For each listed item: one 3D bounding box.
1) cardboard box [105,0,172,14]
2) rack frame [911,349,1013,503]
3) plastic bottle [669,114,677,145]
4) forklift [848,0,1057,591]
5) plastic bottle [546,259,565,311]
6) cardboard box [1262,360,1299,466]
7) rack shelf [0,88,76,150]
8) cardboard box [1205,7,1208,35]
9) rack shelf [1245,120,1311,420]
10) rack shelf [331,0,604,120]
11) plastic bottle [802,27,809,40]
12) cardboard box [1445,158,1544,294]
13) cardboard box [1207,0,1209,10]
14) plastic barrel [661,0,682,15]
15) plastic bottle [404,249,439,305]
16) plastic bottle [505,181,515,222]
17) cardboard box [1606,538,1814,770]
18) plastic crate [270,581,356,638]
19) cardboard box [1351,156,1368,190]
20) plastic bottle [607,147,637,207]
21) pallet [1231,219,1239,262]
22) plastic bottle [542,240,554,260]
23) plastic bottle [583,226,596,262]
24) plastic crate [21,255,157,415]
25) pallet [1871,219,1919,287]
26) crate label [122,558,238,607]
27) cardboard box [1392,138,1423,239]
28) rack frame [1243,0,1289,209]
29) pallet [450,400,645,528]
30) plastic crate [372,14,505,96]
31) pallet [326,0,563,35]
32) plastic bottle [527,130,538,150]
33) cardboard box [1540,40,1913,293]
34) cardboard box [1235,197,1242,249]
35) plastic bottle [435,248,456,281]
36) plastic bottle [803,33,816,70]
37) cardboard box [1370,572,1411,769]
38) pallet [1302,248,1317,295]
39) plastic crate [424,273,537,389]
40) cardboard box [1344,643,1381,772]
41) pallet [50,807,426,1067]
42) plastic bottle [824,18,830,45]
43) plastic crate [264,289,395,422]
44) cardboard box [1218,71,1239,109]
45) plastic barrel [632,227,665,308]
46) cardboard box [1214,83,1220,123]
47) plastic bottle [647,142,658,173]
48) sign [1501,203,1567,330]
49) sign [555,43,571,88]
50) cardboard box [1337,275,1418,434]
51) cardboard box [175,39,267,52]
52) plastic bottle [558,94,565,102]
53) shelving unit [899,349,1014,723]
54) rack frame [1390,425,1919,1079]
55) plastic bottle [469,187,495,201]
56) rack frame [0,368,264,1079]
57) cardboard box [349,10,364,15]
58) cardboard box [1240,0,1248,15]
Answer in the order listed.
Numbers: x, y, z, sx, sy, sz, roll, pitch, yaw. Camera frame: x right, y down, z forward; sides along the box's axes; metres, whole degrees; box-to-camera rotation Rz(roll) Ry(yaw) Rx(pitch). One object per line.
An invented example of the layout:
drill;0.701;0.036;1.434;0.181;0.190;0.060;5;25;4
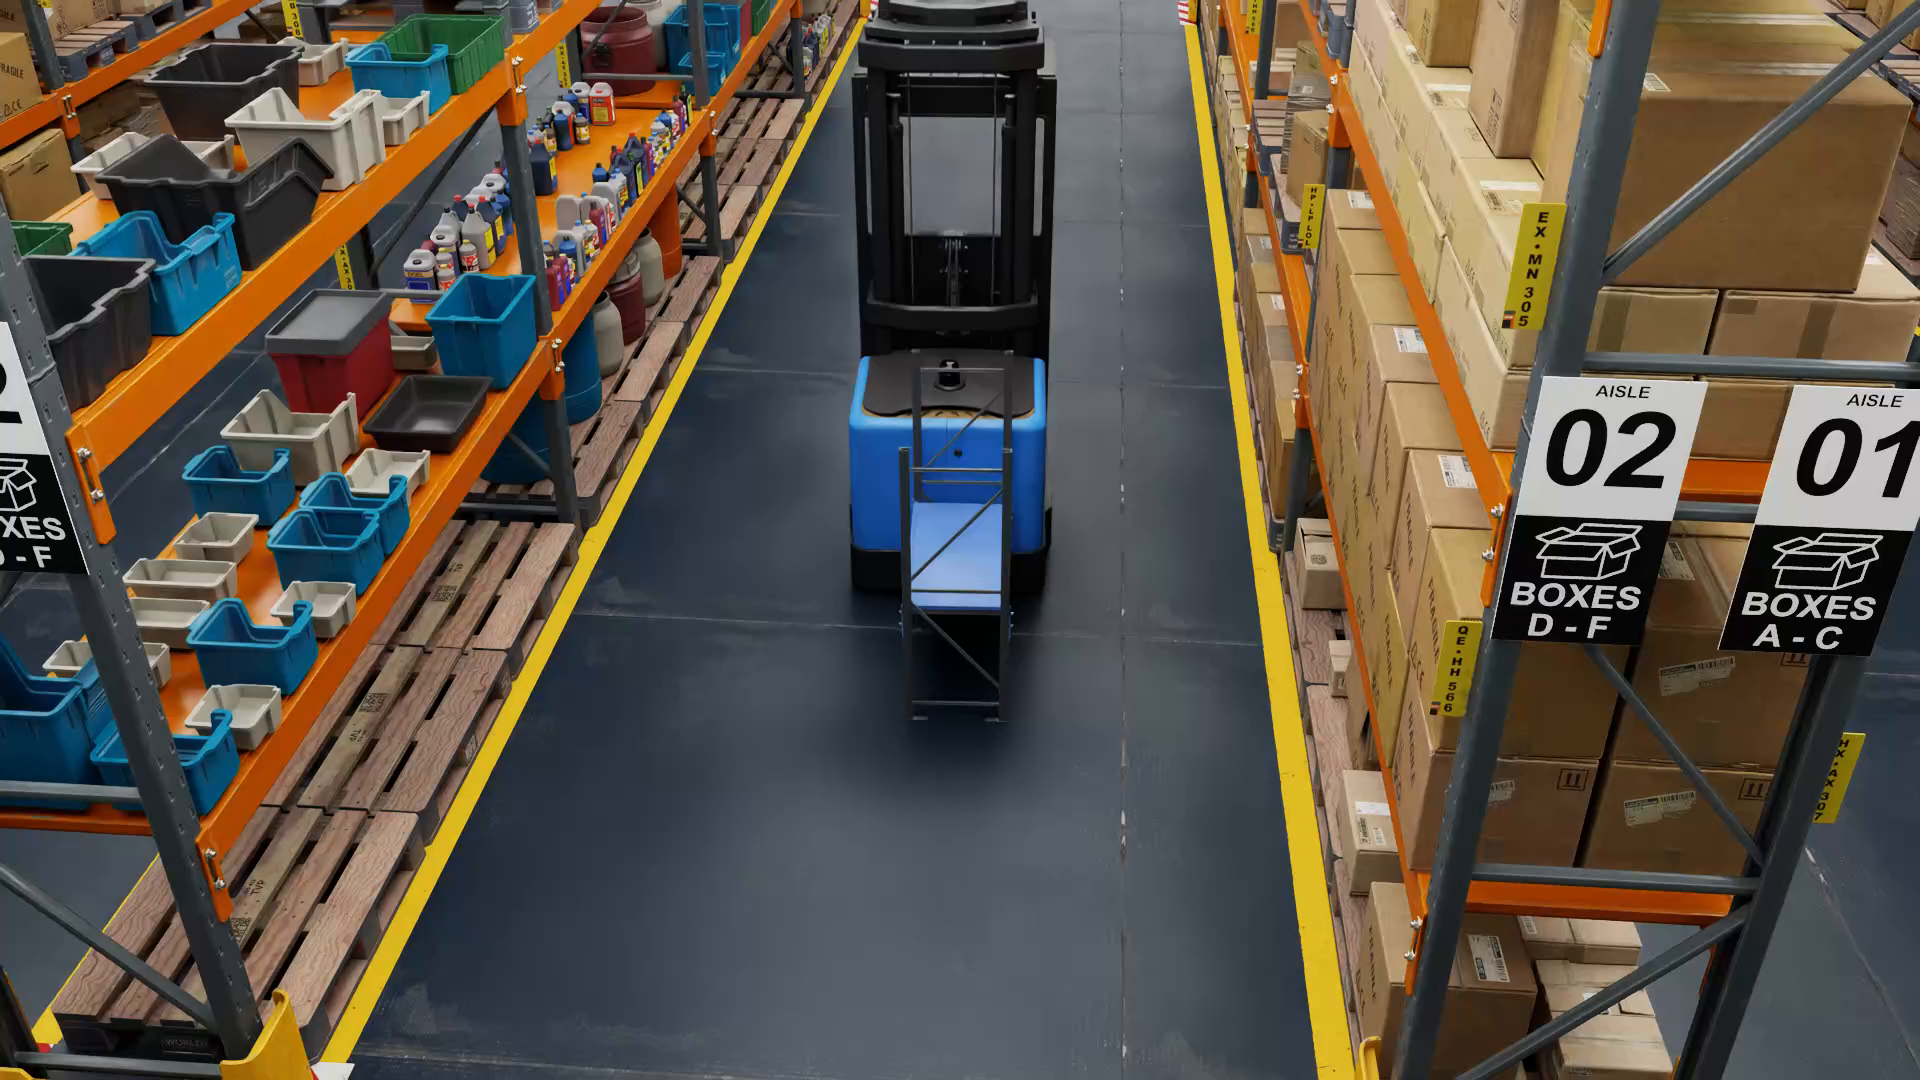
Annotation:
cardboard box;-6.911;-4.564;13.820;0.500;0.250;0.500;2;32;3
rack frame;0.012;-0.292;8.575;0.500;1.500;0.032;1;32;1
plastic bottle;-2.002;-2.826;11.446;0.097;0.201;0.097;0;32;0
forklift;-0.022;-1.713;9.516;1.130;2.935;3.031;1;32;1
plastic bottle;-2.211;-1.403;9.060;0.061;0.283;0.133;2;32;4
cardboard box;2.074;-0.718;9.799;0.500;0.500;0.500;3;32;4
rack shelf;-7.440;-2.231;10.976;1.077;0.370;4.000;2;32;4
cardboard box;2.904;-5.555;17.906;0.500;0.250;0.500;2;32;4
rack shelf;2.433;-1.806;10.287;1.077;0.370;4.000;2;32;4
rack shelf;-2.503;-3.296;9.846;1.077;0.370;4.000;2;32;4
plastic bottle;-1.635;-5.209;17.301;0.152;0.276;0.135;2;32;4
cardboard box;1.773;-0.941;5.006;0.500;0.250;0.500;2;32;4
cardboard box;2.916;-5.874;17.708;0.500;0.500;0.500;2;32;4
plastic barrel;-2.435;-4.186;13.357;0.421;0.512;0.421;0;32;0
plastic bottle;-2.956;-1.447;9.137;0.152;0.276;0.135;2;32;4
plastic bottle;-2.730;-2.095;10.194;0.097;0.271;0.097;0;32;0
cardboard box;2.244;0.337;5.077;0.500;0.500;0.500;3;32;5
plastic crate;-2.480;0.265;6.436;0.250;0.136;0.298;2;32;4
cardboard box;2.525;-1.888;9.239;0.700;0.500;0.500;7;32;12
plastic bottle;-2.122;-2.275;10.410;0.144;0.351;0.185;2;32;4
pallet;2.702;-2.399;13.222;1.003;0.211;1.213;2;32;4
plastic bottle;-2.345;-1.608;9.469;0.097;0.201;0.097;0;32;0
plastic bottle;-2.174;-1.722;9.655;0.097;0.201;0.097;0;32;0
plastic crate;-2.683;-0.599;4.908;0.497;0.269;0.590;2;32;4
pallet;7.599;-2.169;12.849;1.003;0.211;1.213;2;32;4
crate label;-3.069;0.167;6.594;0.396;0.136;0.243;2;32;4
cardboard box;1.860;-1.251;5.985;0.500;0.250;0.500;2;32;4
rack frame;2.596;-3.158;11.795;1.000;3.000;0.127;2;32;4
pallet;-2.562;-0.494;10.131;1.003;0.211;1.213;2;32;4
plastic crate;-2.399;-2.232;7.636;0.450;0.188;0.662;2;32;4
pallet;-2.700;-2.890;8.682;1.213;0.211;1.003;2;32;4
plastic bottle;-2.810;-2.561;10.950;0.097;0.271;0.097;0;32;0
cardboard box;1.971;-0.989;4.368;0.700;0.500;0.500;2;32;4
cardboard box;2.396;-2.451;12.869;0.500;0.250;0.500;3;32;5
plastic bottle;-2.902;-1.544;9.366;0.097;0.201;0.097;0;32;0
plastic bottle;-1.535;-4.927;16.771;0.144;0.351;0.185;3;32;5
cardboard box;1.749;0.466;5.820;0.500;0.500;0.500;3;32;4
pallet;2.444;-1.397;9.122;1.003;0.211;1.213;2;32;4
plastic crate;-2.364;-1.040;8.316;0.392;0.384;0.575;2;32;4
cardboard box;2.123;0.792;7.346;0.797;0.503;0.637;2;32;4
pallet;-2.886;1.570;6.782;1.003;0.211;1.213;2;32;4
plastic bottle;-1.461;-5.400;17.610;0.152;0.276;0.135;2;32;3
plastic crate;-2.989;-0.876;7.975;0.402;0.464;0.583;2;32;4
cardboard box;2.594;-4.029;14.895;0.500;0.311;0.500;2;32;3
plastic barrel;-2.320;-1.935;11.782;0.421;0.512;0.421;0;32;0
cardboard box;2.642;-4.057;15.475;0.500;0.250;0.500;2;32;3
plastic bottle;-2.050;-2.520;10.950;0.097;0.201;0.097;0;32;0
sign;1.393;-0.662;4.043;0.100;0.325;0.005;2;32;4
sign;-2.889;-3.460;12.131;0.100;0.325;0.005;2;32;4
cardboard box;1.868;-0.761;6.858;0.500;0.500;0.500;2;32;3
cardboard box;-7.023;-4.477;15.900;0.700;0.500;0.500;0;32;0
plastic bottle;-2.770;-2.939;11.552;0.061;0.283;0.133;2;32;4
shelving unit;-0.004;-0.025;8.142;0.538;1.500;1.048;1;32;1
rack frame;1.945;1.026;5.007;1.000;3.000;0.127;2;32;4
plastic bottle;-2.874;-1.972;9.989;0.152;0.276;0.135;2;32;4
rack frame;-2.992;0.812;5.353;1.000;3.000;0.127;2;32;4
cardboard box;-6.777;-5.914;18.250;0.500;0.500;0.500;5;32;9
cardboard box;2.646;-4.688;14.517;0.380;0.149;0.250;2;32;4
